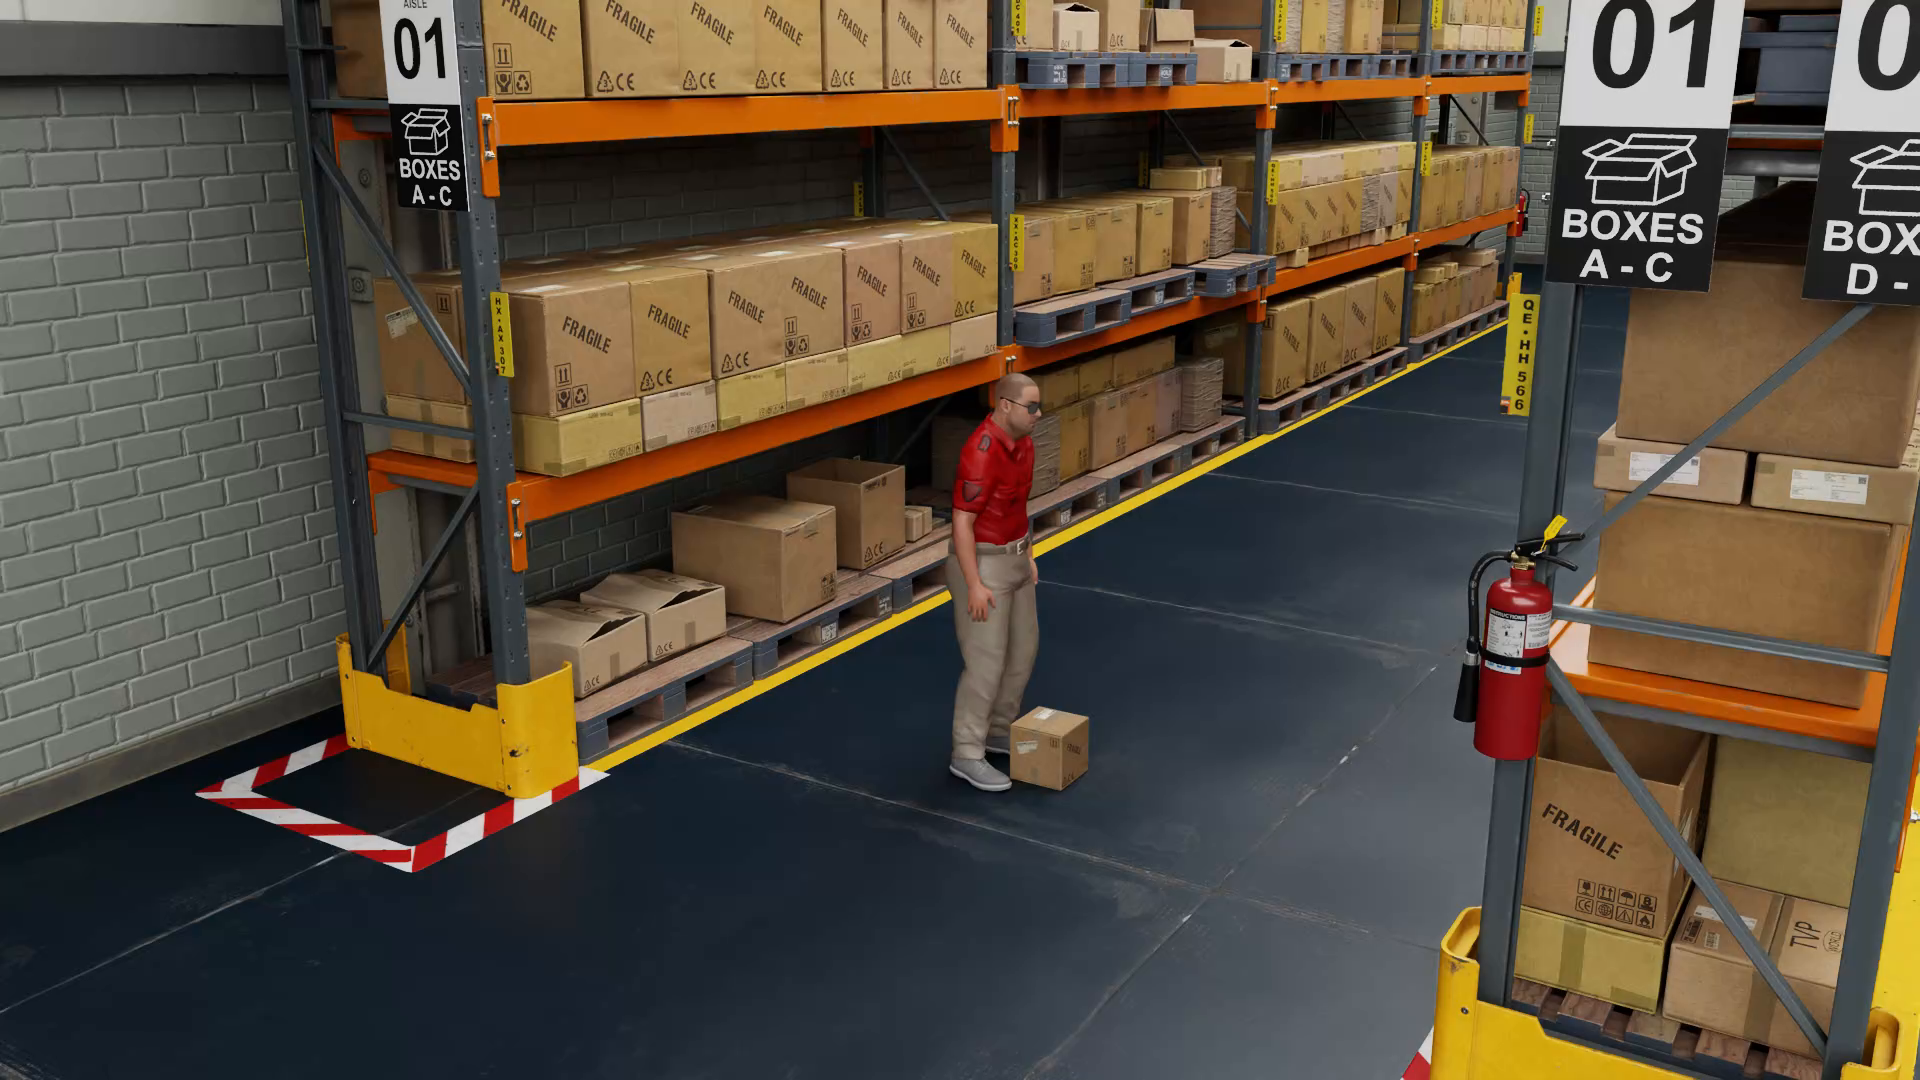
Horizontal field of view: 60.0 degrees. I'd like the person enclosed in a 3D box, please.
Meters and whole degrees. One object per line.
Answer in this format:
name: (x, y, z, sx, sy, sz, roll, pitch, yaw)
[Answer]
person: (0.164, 0.145, 7.055, 0.393, 1.726, 0.601, 8, 18, 27)
